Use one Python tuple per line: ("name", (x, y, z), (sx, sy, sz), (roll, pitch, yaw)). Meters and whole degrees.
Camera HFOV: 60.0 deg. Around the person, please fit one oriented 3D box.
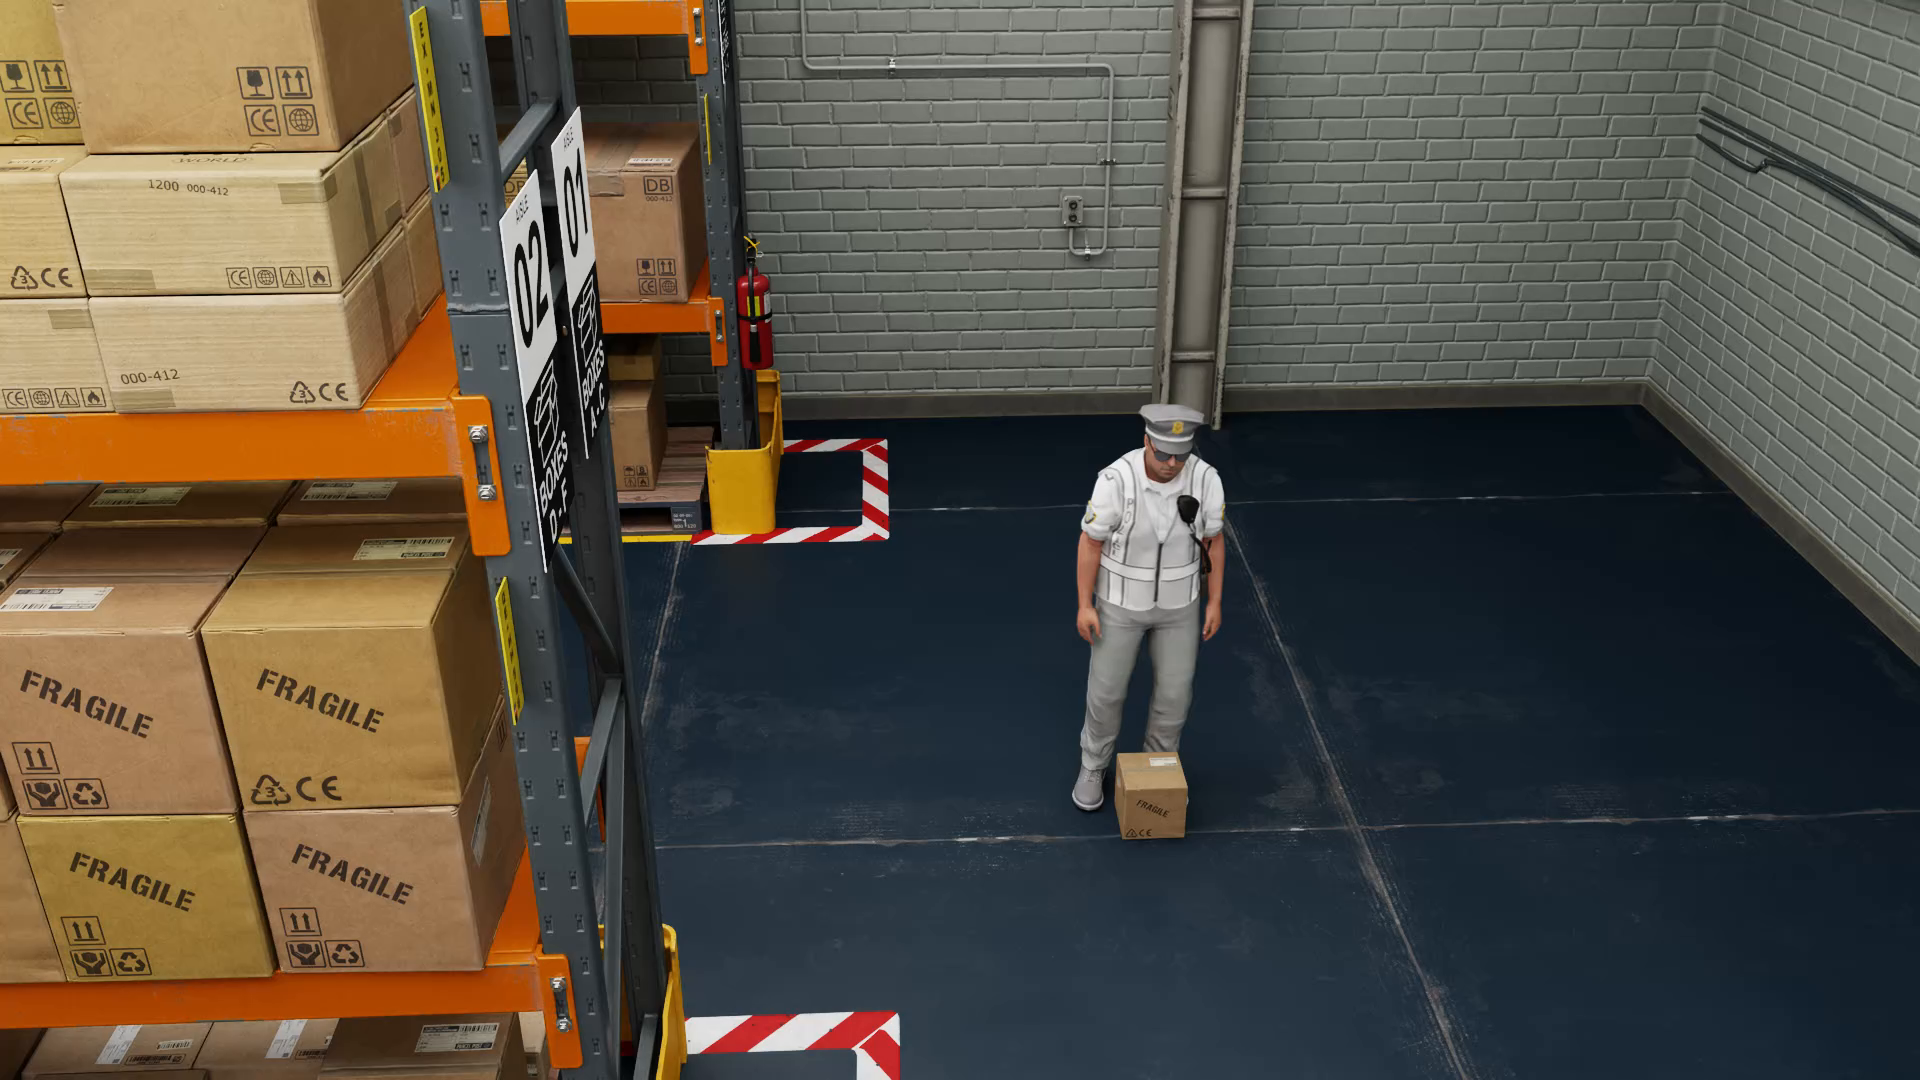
("person", (0.754, 0.252, 6.624), (0.591, 1.748, 0.467), (-2, 27, -4))
